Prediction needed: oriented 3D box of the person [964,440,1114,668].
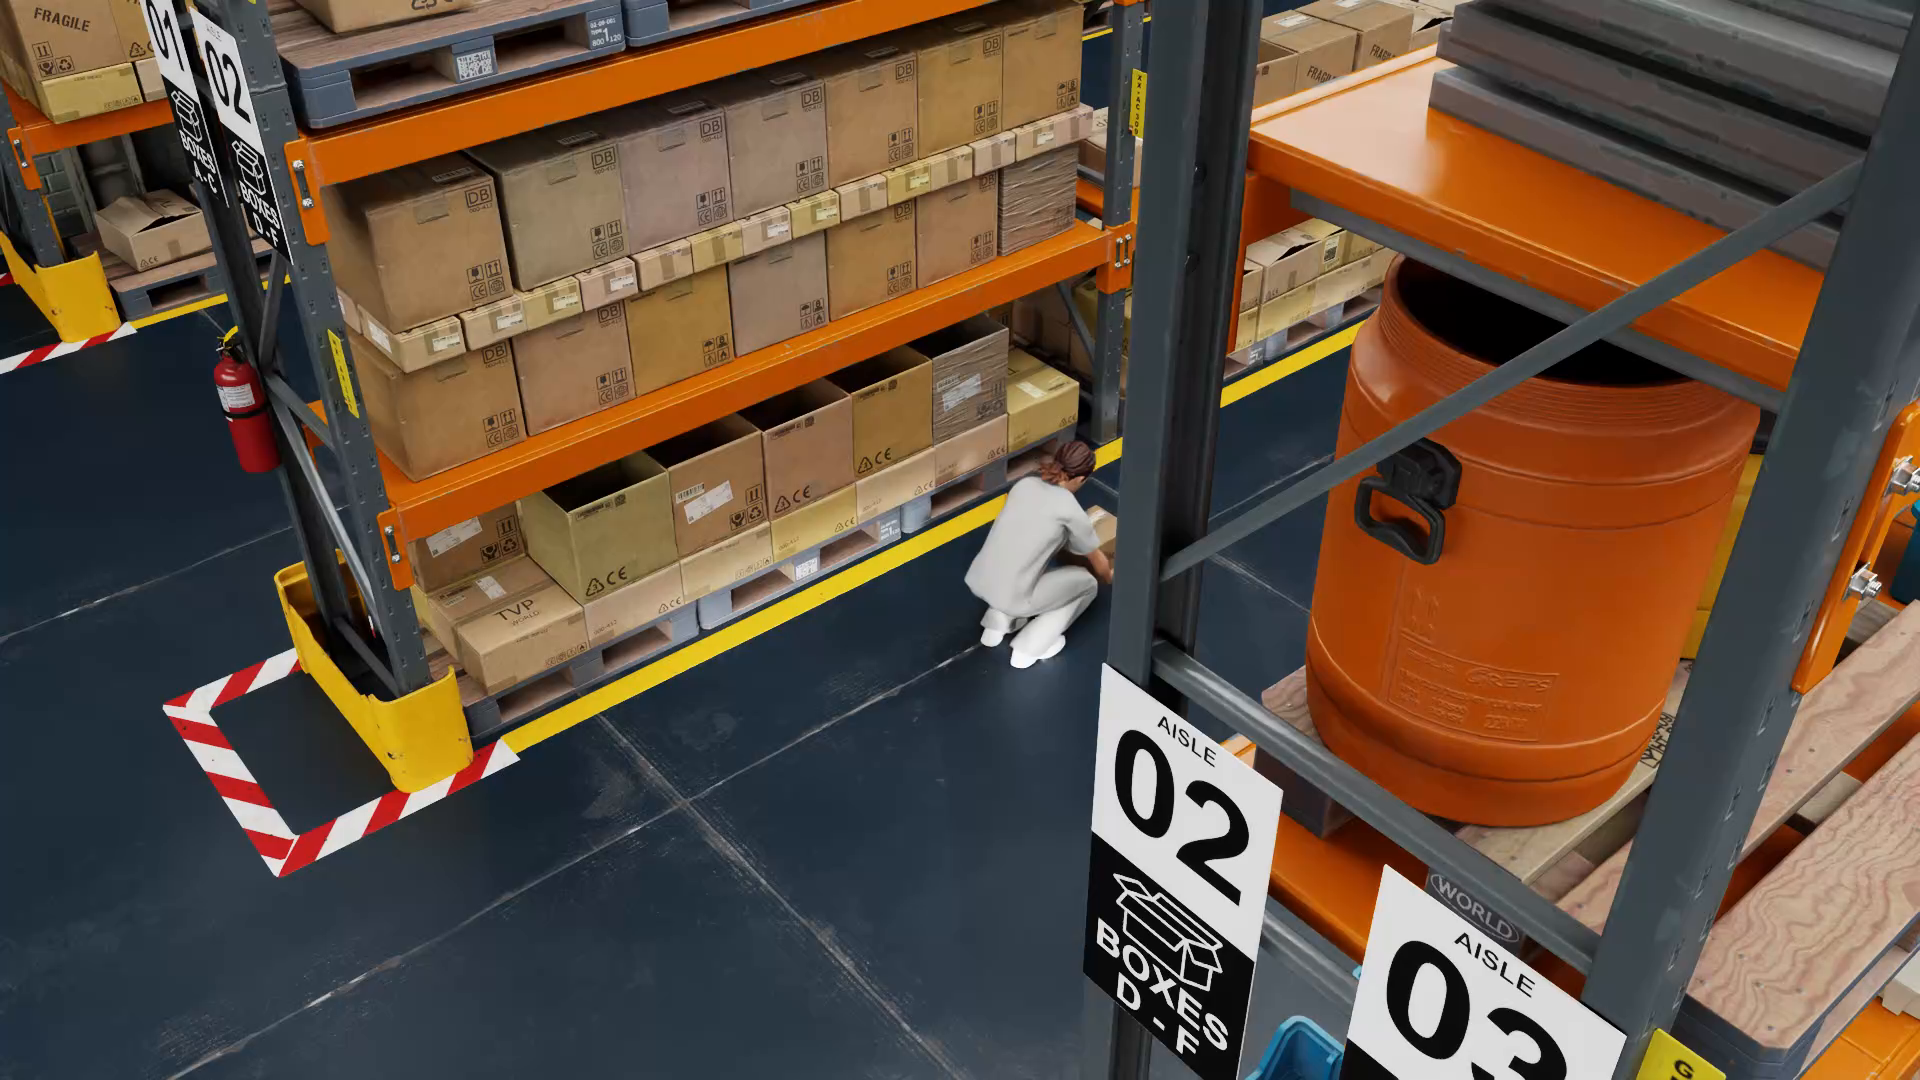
[{"bbox_3d":[0.380,0.050,7.647,0.810,0.931,0.490,-27,44,-32],"label":"person"}]
